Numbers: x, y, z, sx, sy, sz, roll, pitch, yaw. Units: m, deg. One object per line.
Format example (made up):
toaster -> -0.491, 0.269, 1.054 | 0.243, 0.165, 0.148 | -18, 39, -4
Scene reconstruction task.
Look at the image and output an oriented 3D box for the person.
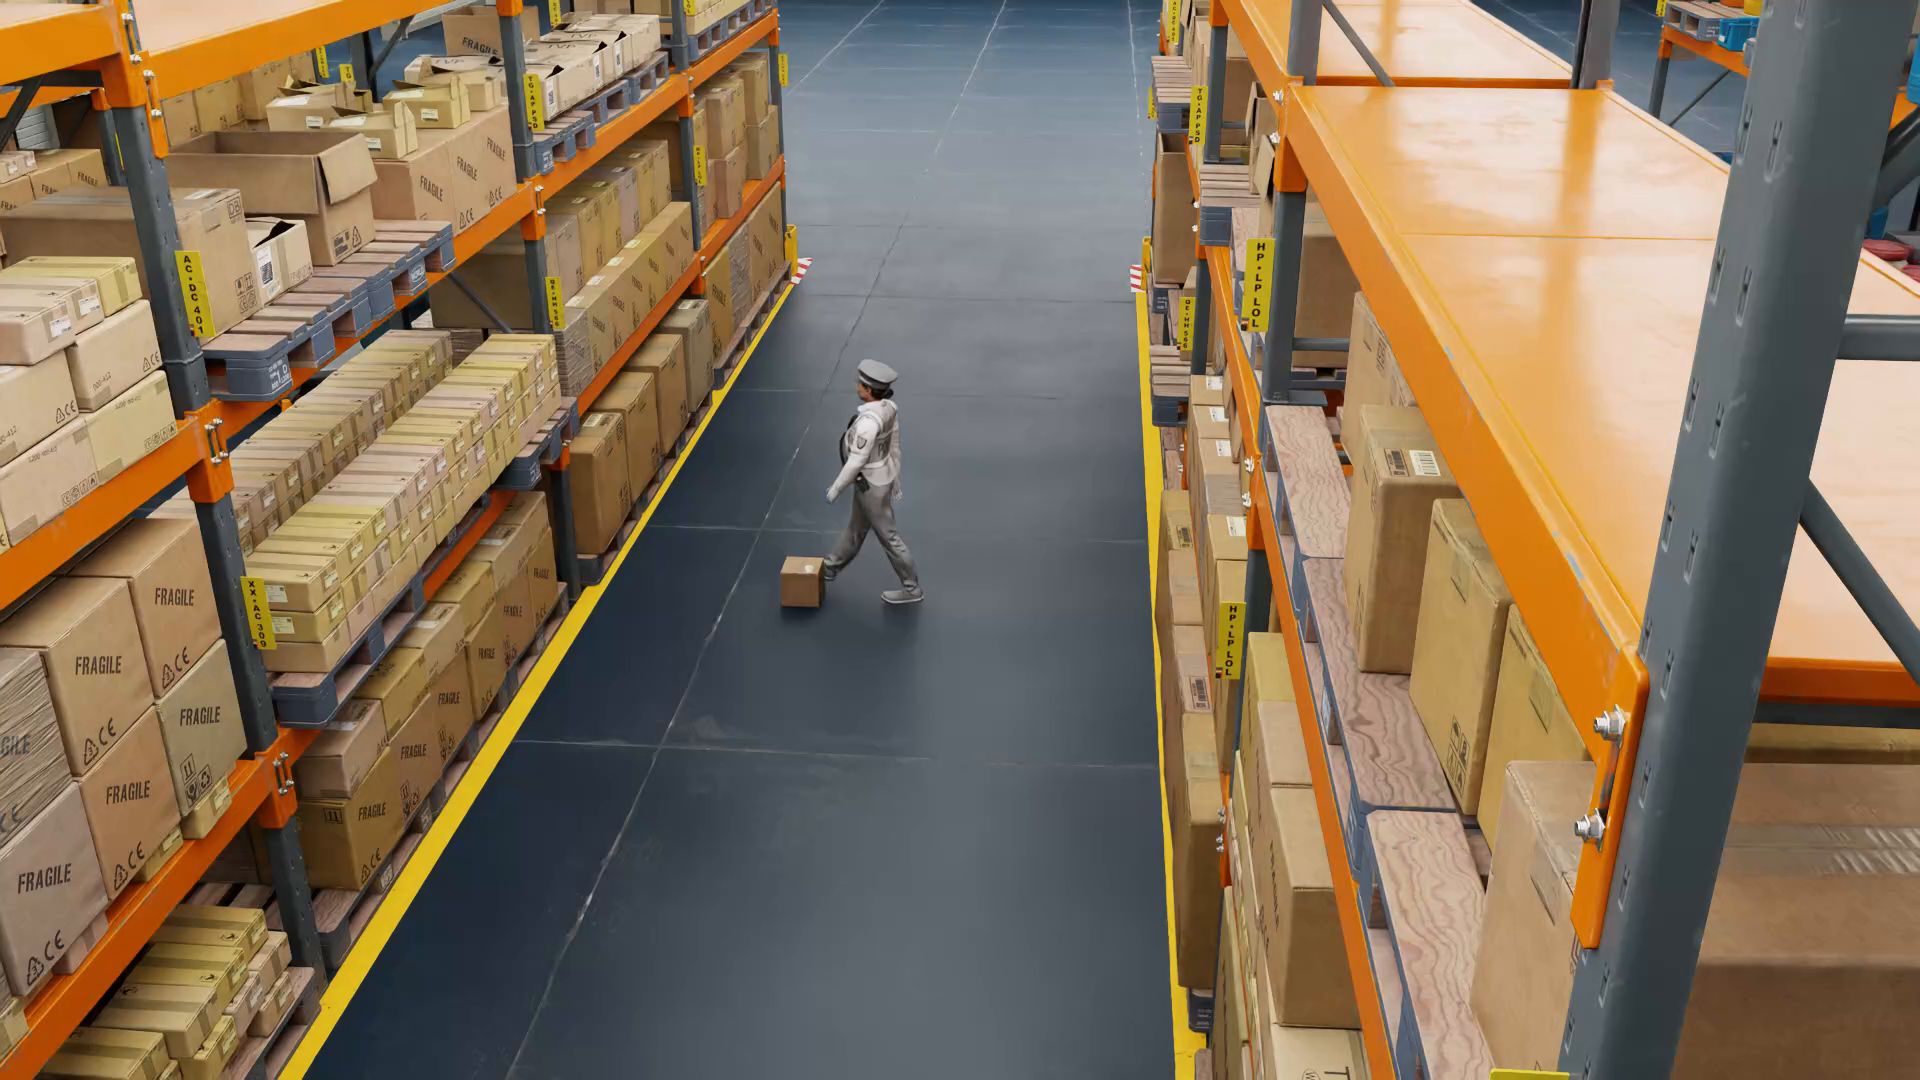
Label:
person -> -0.687, -0.375, 10.752 | 0.918, 1.649, 0.490 | 4, 25, 10
